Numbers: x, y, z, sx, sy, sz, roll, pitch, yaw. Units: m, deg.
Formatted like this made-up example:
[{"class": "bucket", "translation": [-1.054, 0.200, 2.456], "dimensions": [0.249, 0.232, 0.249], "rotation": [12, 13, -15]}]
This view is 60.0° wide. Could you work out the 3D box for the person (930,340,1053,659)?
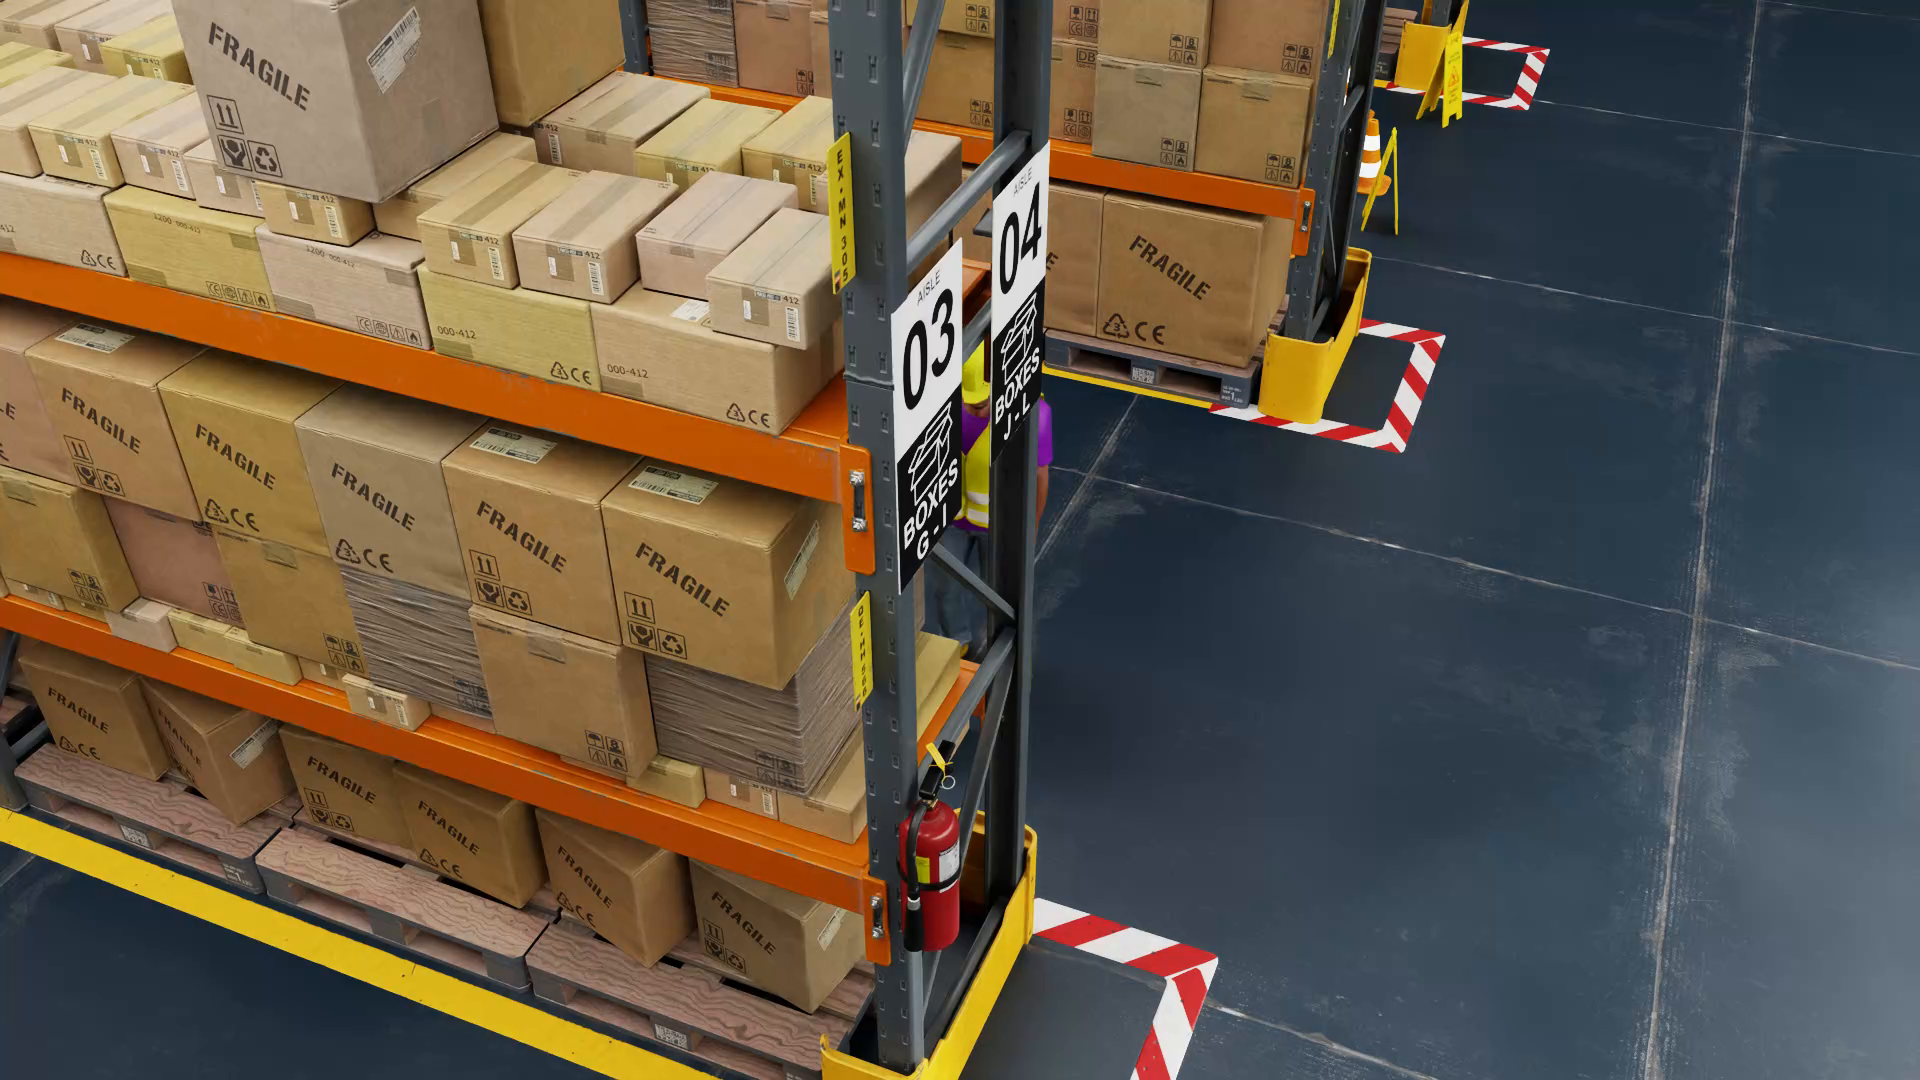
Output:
[{"class": "person", "translation": [0.088, -0.106, 6.954], "dimensions": [0.575, 1.748, 0.390], "rotation": [15, 40, 19]}]
